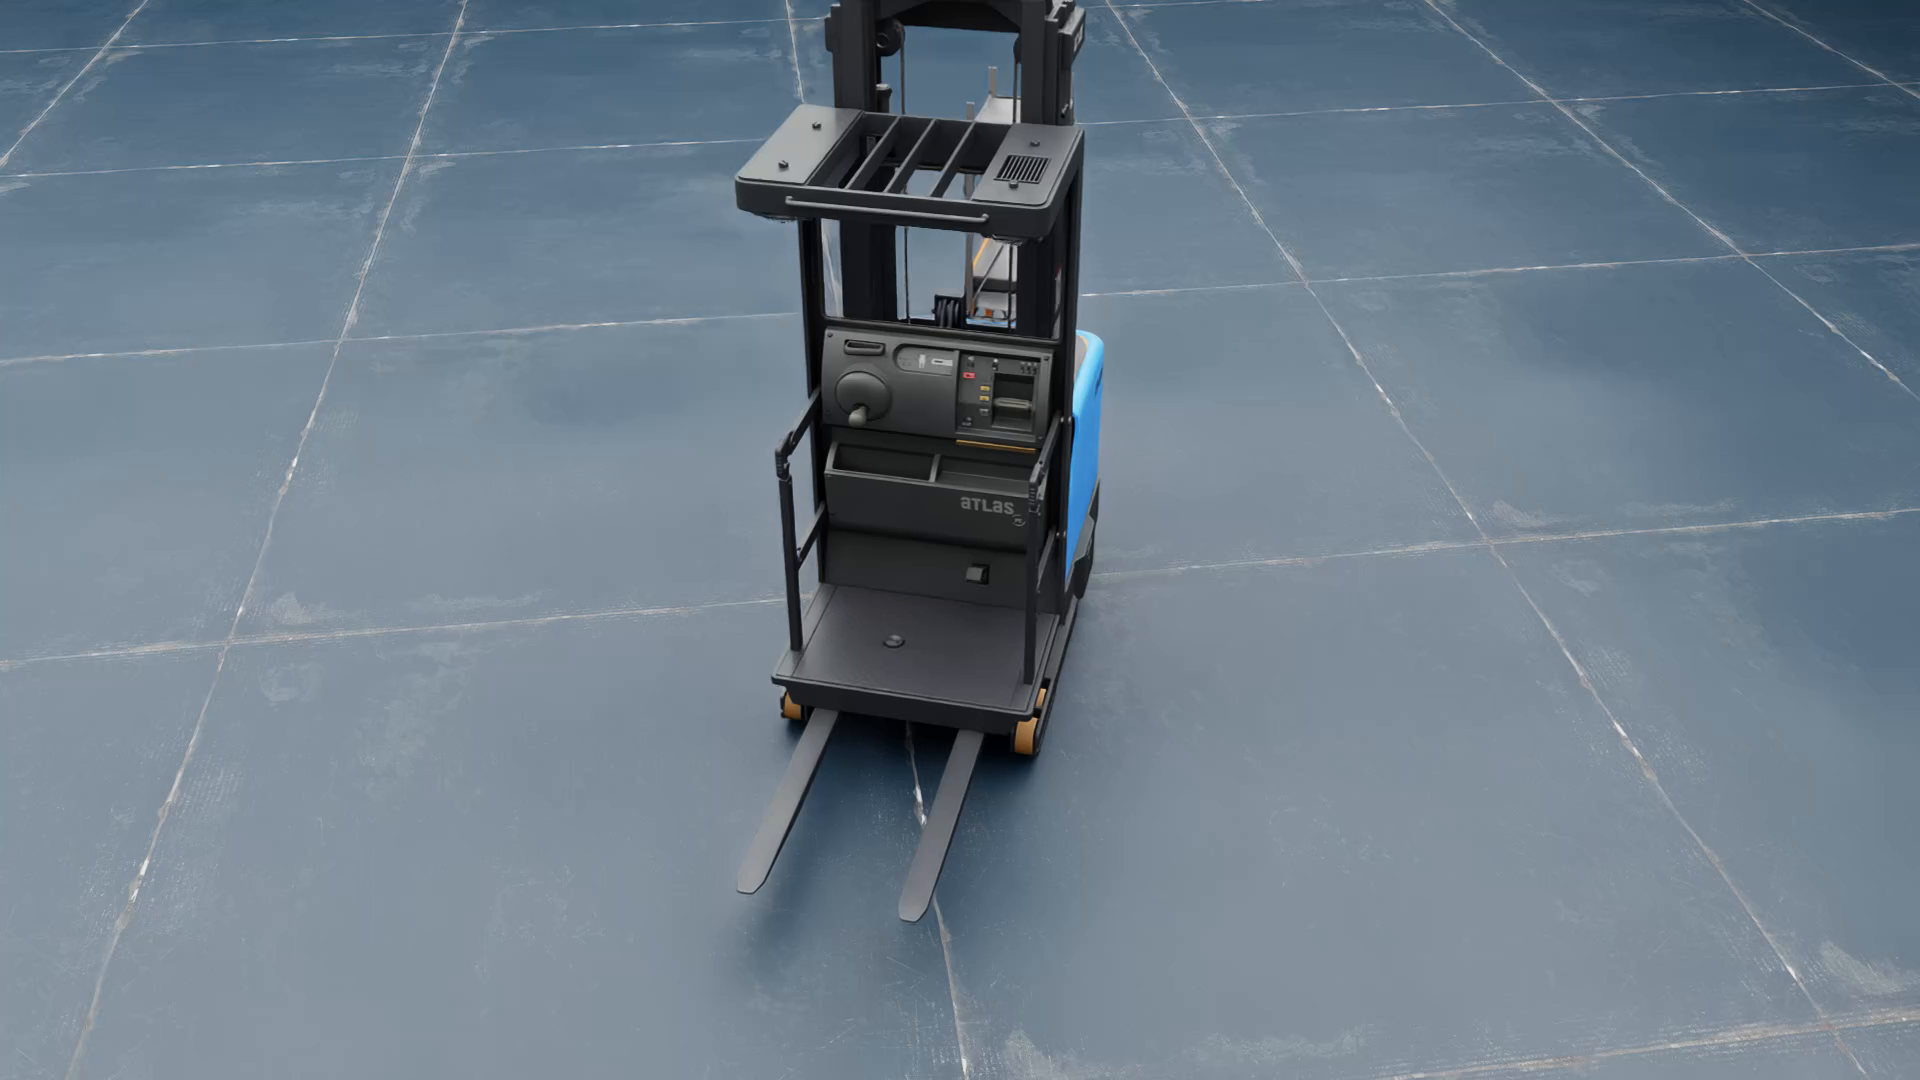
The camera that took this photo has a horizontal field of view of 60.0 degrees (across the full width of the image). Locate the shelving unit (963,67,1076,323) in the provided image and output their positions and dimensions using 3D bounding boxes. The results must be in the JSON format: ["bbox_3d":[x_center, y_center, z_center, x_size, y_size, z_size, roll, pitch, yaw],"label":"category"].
[{"bbox_3d":[0.279,-1.180,8.116,0.431,2.100,0.503,7,35,11],"label":"shelving unit"}]

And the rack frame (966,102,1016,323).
[{"bbox_3d":[0.224,-1.046,7.920,0.400,2.100,0.015,7,35,11],"label":"rack frame"}]

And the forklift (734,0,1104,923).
[{"bbox_3d":[-0.142,-0.549,6.453,1.130,2.935,3.031,7,35,11],"label":"forklift"}]

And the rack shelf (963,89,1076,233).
[{"bbox_3d":[0.279,-1.747,7.730,0.431,0.518,0.480,7,35,11],"label":"rack shelf"}]

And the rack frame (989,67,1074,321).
[{"bbox_3d":[0.333,-1.313,8.313,0.400,2.100,0.015,7,35,11],"label":"rack frame"}]

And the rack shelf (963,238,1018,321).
[{"bbox_3d":[0.279,-1.168,8.124,0.431,0.518,0.480,7,35,11],"label":"rack shelf"}]
